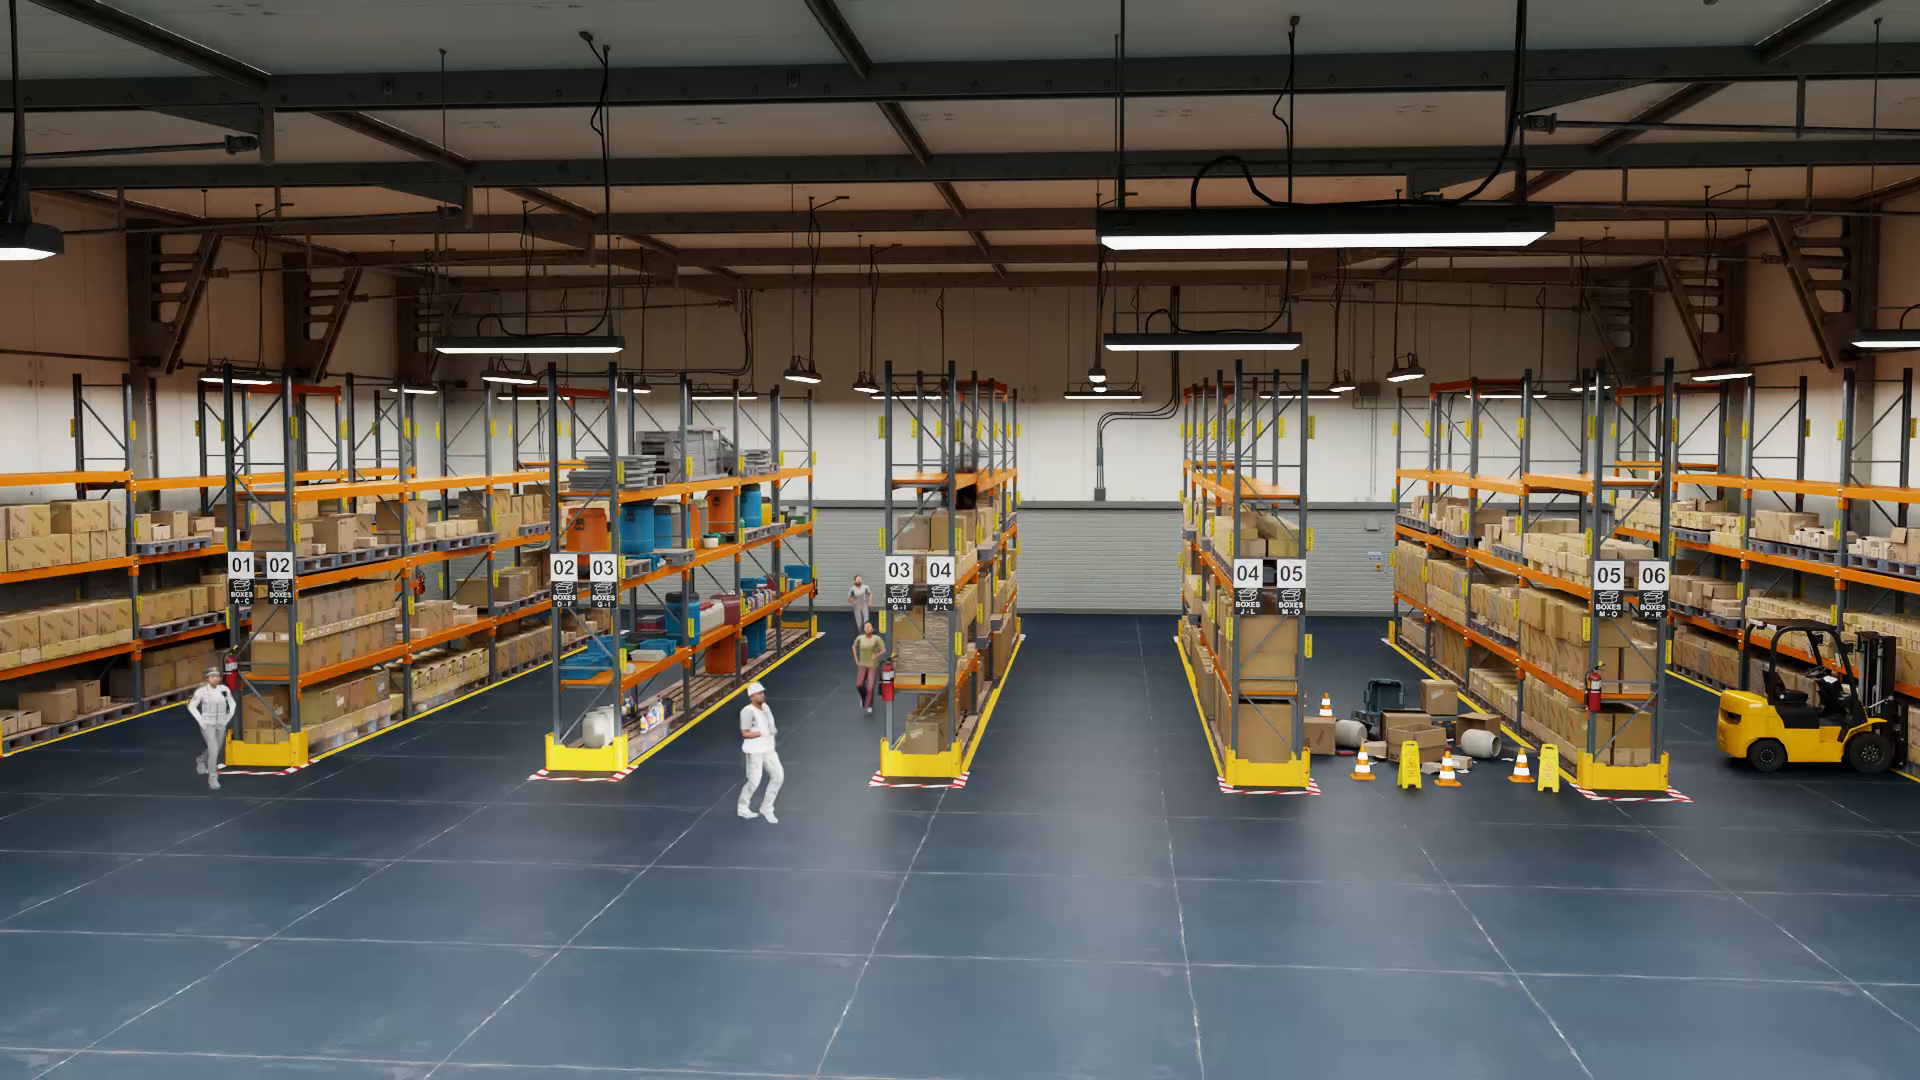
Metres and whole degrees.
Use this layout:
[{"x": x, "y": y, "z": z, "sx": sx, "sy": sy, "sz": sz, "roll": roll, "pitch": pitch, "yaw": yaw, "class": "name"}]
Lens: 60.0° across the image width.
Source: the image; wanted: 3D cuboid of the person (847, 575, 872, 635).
[{"x": -2.334, "y": 1.622, "z": 38.888, "sx": 0.598, "sy": 1.625, "sz": 0.536, "roll": -1, "pitch": 4, "yaw": -9, "class": "person"}]

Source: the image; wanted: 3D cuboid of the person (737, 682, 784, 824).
[{"x": -2.529, "y": 2.725, "z": 21.160, "sx": 0.702, "sy": 1.826, "sz": 0.654, "roll": 2, "pitch": 4, "yaw": 33, "class": "person"}]

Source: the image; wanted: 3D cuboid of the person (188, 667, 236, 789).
[{"x": -10.585, "y": 2.624, "z": 23.544, "sx": 0.732, "sy": 1.704, "sz": 0.629, "roll": 4, "pitch": 5, "yaw": 43, "class": "person"}]

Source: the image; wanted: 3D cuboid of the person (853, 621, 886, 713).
[{"x": -1.620, "y": 2.246, "z": 29.396, "sx": 0.624, "sy": 1.638, "sz": 0.514, "roll": 1, "pitch": 4, "yaw": 8, "class": "person"}]
